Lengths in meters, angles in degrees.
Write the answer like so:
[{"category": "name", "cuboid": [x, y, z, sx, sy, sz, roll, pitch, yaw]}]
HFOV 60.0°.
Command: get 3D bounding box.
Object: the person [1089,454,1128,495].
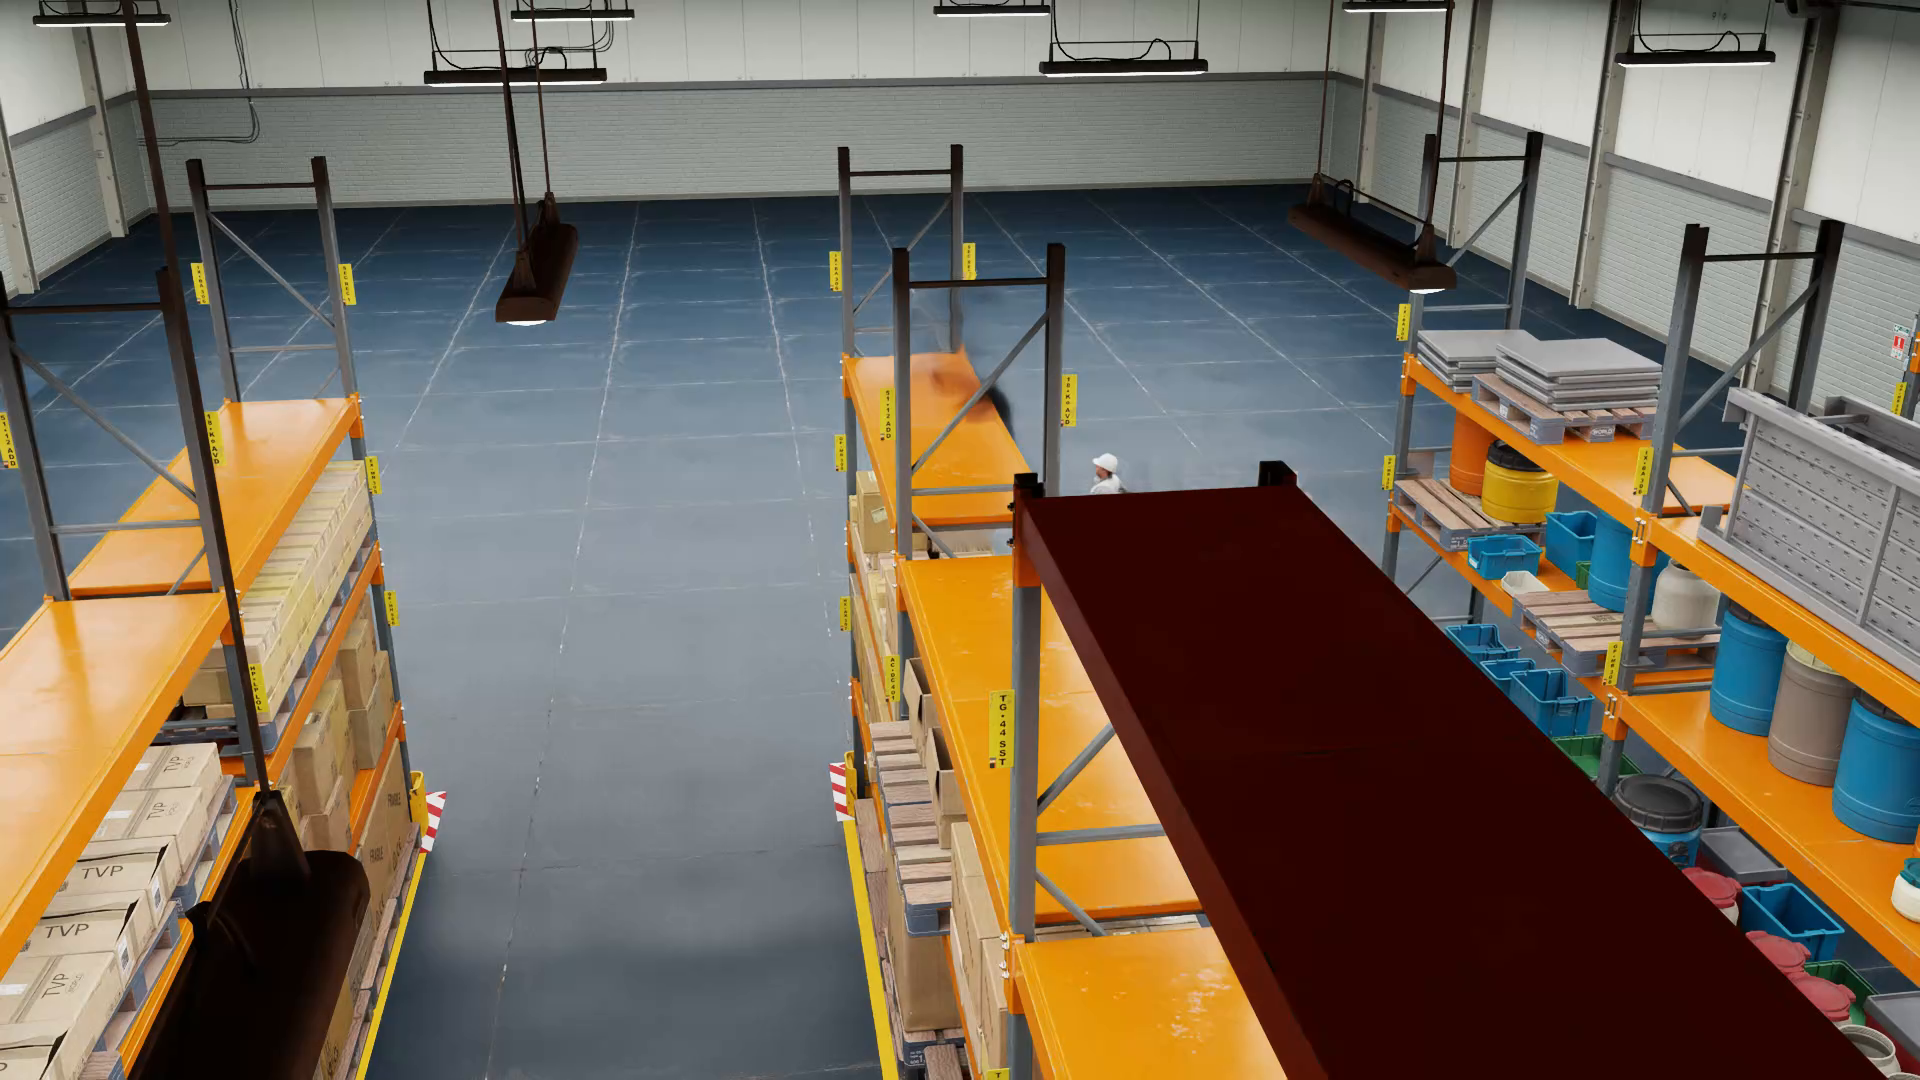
[{"category": "person", "cuboid": [1.654, -0.210, 19.769, 0.651, 1.731, 0.639, 5, 22, 12]}]
